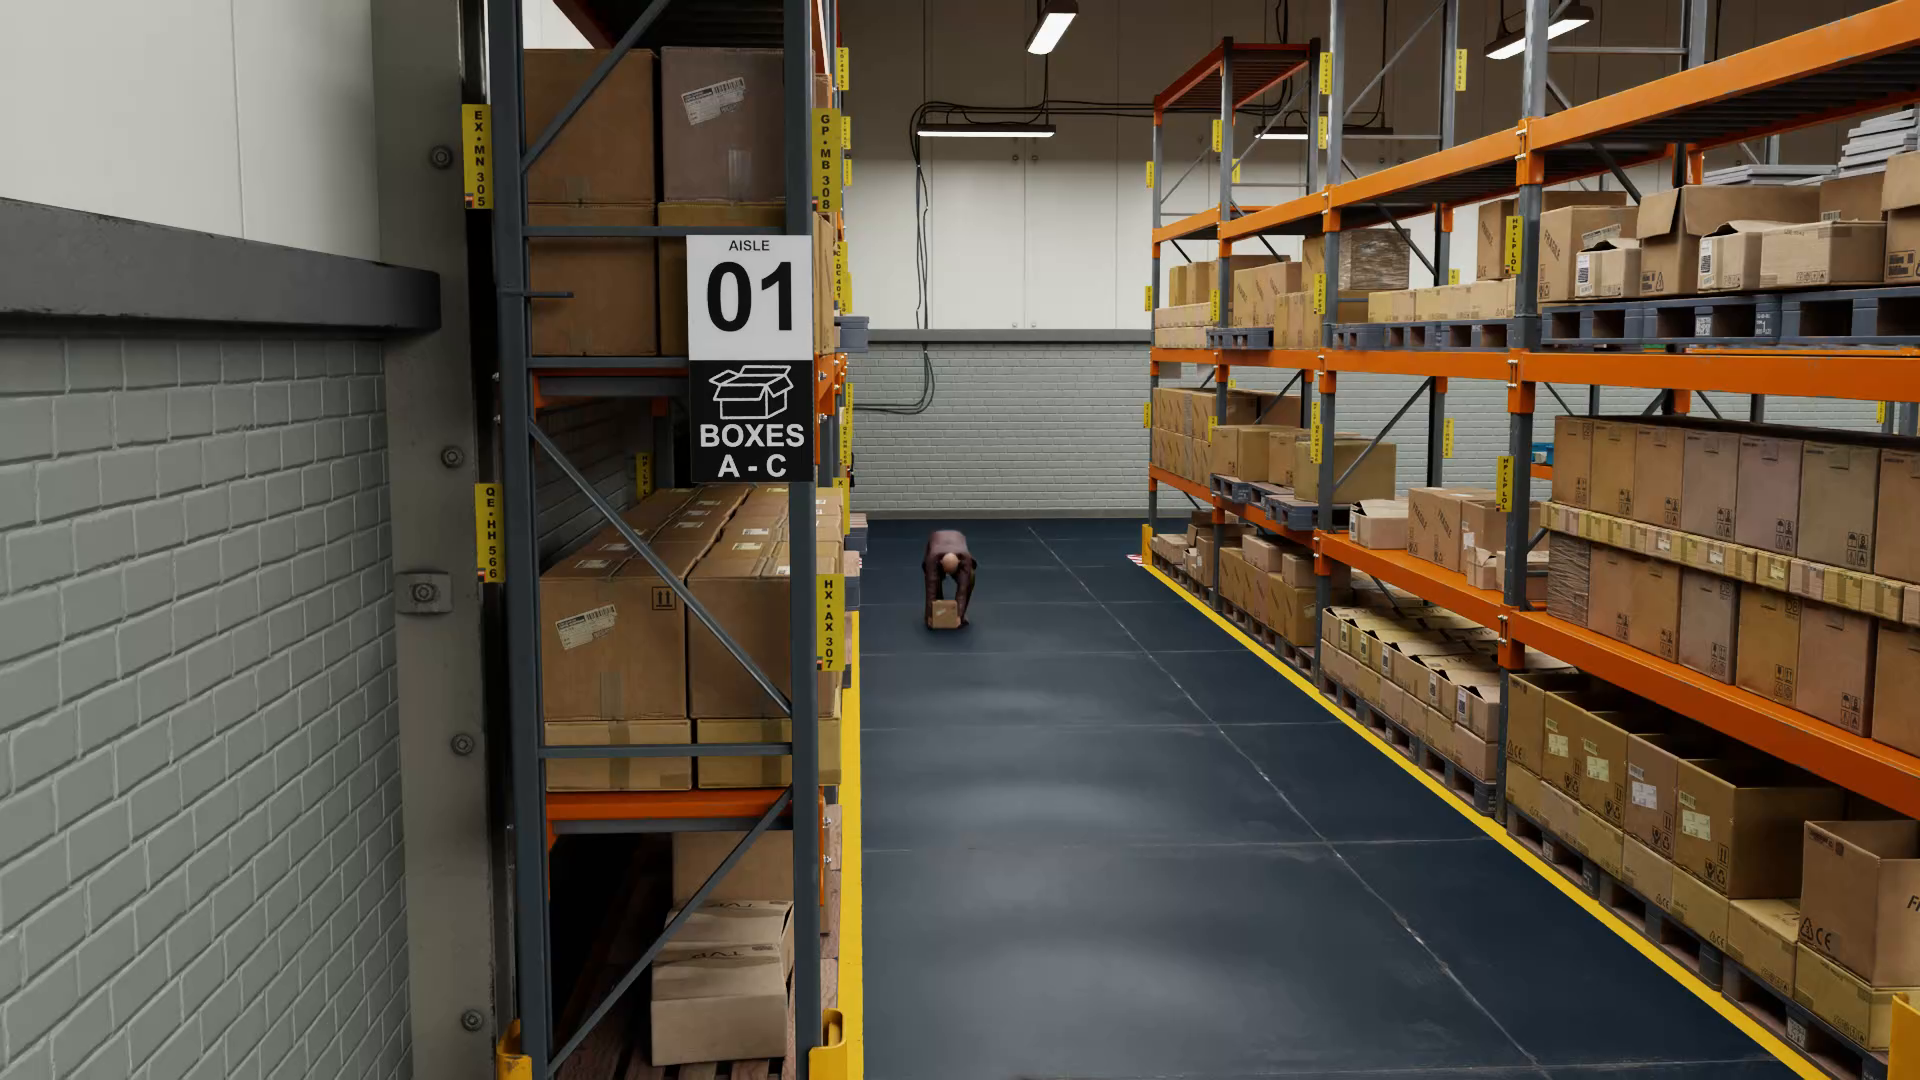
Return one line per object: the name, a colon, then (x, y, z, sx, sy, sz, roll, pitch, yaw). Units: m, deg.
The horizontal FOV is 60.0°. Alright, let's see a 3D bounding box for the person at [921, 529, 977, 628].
person: (-0.097, 0.385, 17.045, 0.583, 0.952, 0.944, -1, 7, -6)
